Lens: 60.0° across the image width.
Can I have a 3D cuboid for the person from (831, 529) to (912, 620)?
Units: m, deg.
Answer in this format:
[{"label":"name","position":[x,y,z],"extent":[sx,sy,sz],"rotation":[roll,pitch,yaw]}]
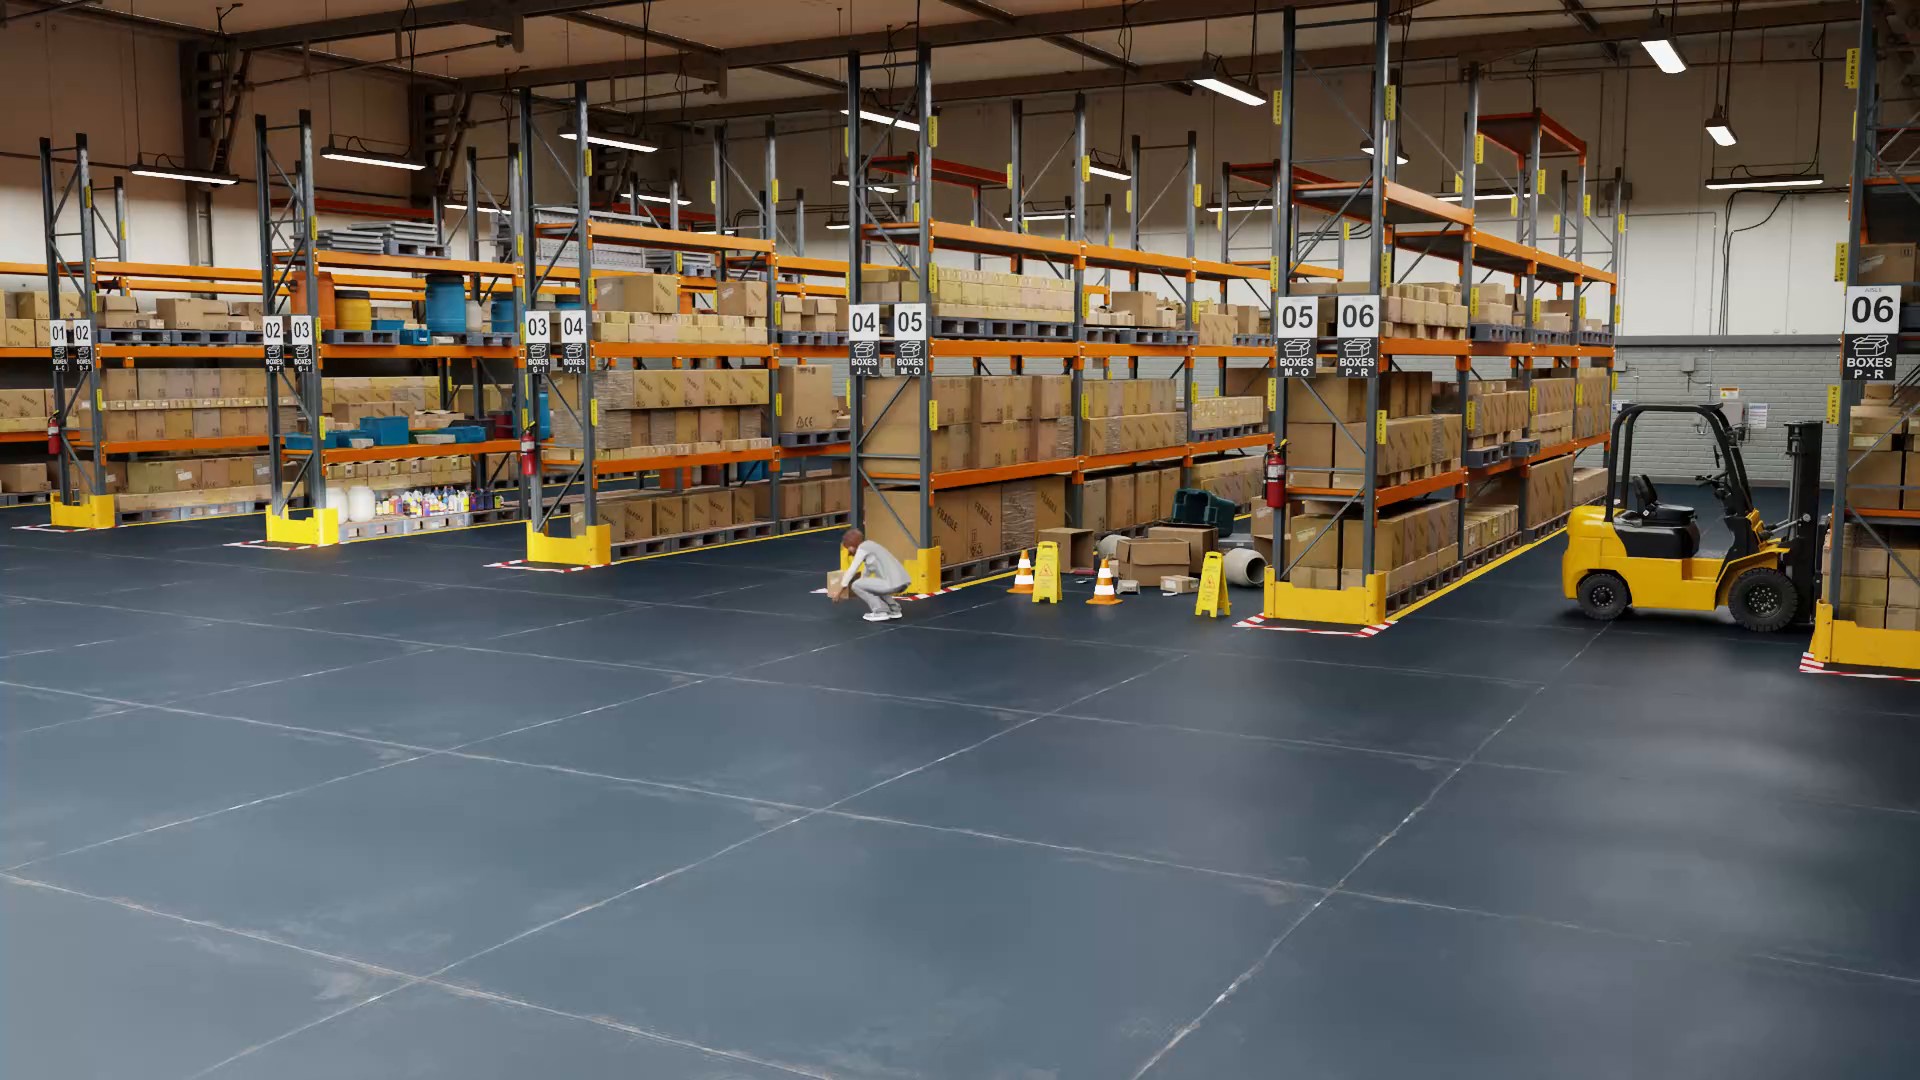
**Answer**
[{"label":"person","position":[-0.877,0.345,16.667],"extent":[0.810,0.900,0.435],"rotation":[3,7,28]}]
